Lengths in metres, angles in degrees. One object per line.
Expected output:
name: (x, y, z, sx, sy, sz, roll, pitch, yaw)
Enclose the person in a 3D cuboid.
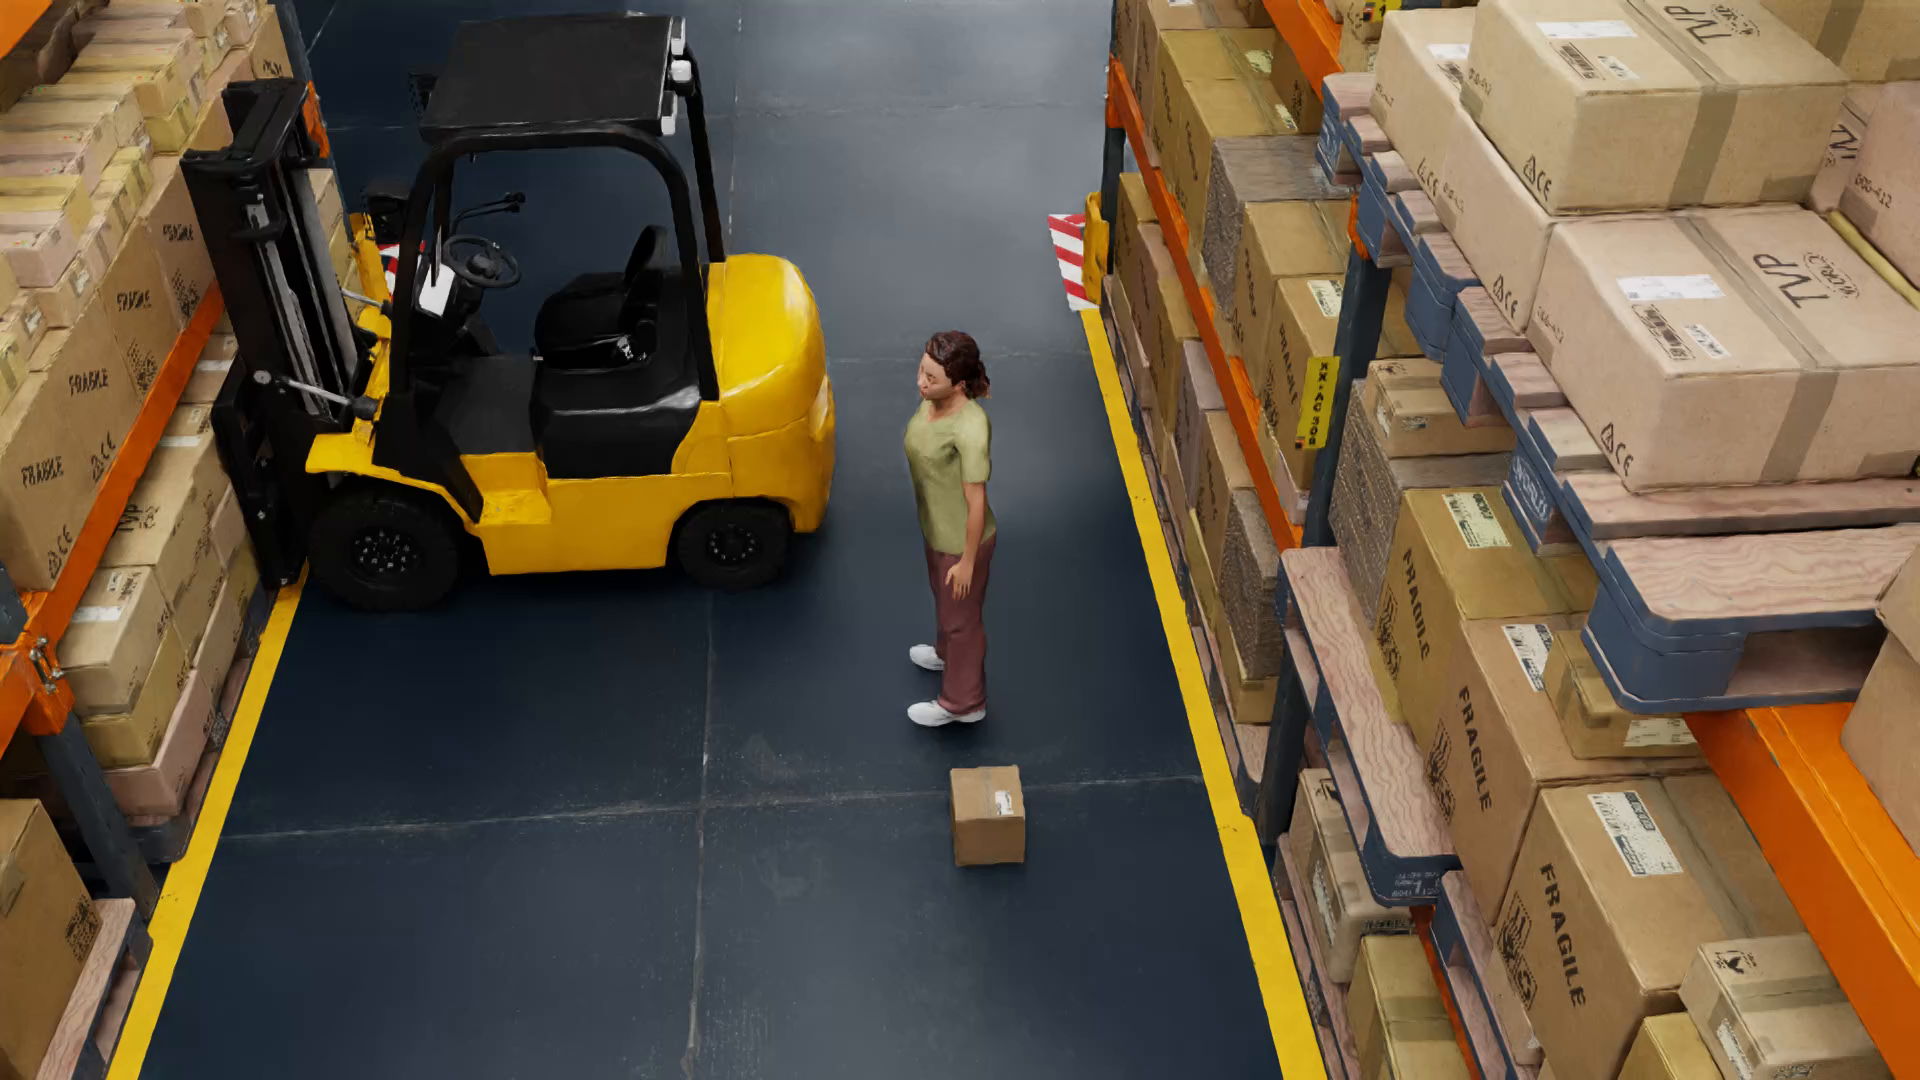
person: (-0.050, -0.021, 6.136, 0.384, 1.685, 0.577, -12, 41, -14)
